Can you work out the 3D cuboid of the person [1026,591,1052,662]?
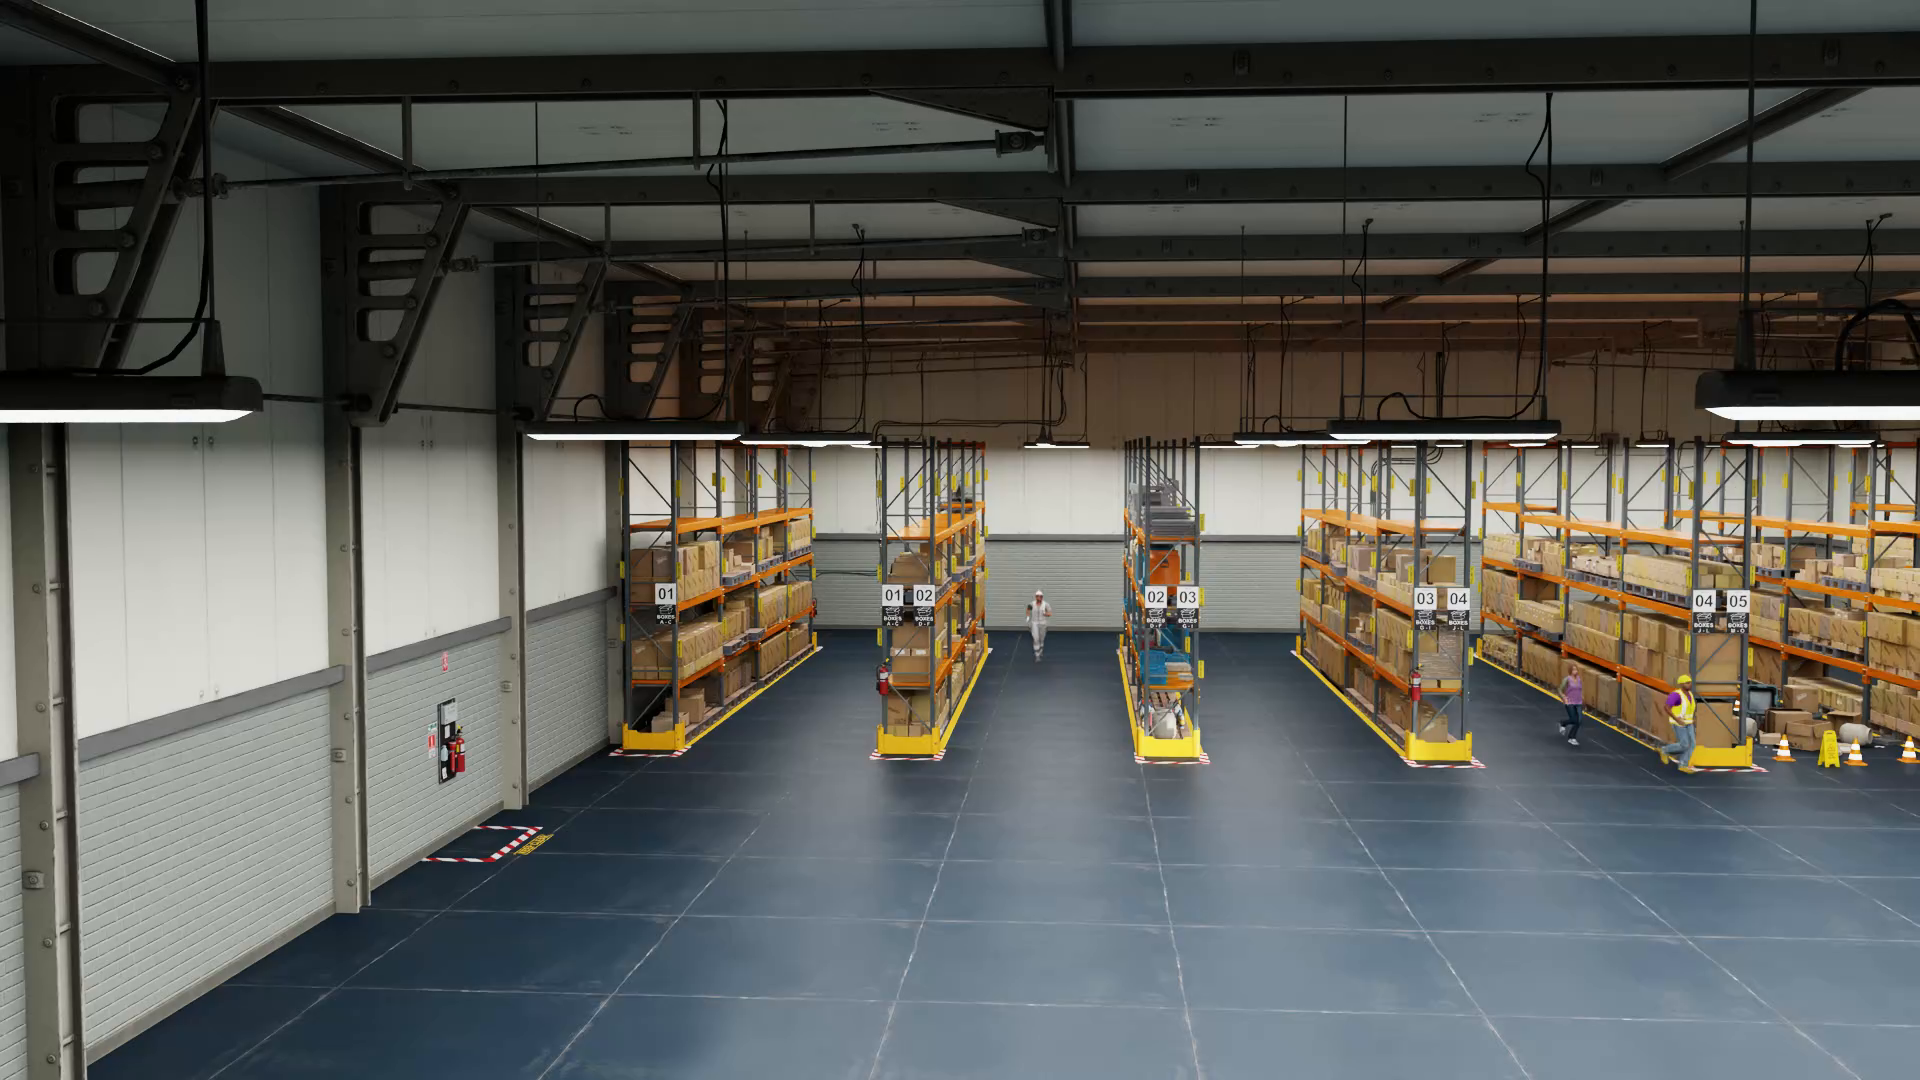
[{"bbox_3d":[2.057,2.231,43.349,0.656,1.815,0.937,0,3,-1],"label":"person"}]

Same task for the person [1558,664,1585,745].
[{"bbox_3d":[11.986,3.212,32.536,0.538,1.557,0.502,-1,3,-12],"label":"person"}]

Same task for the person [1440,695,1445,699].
[{"bbox_3d":[11.270,2.770,38.491,0.641,1.792,0.709,0,3,-6],"label":"person"}]

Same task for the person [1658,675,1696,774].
[{"bbox_3d":[12.849,3.277,29.731,0.716,1.753,0.650,-2,4,-39],"label":"person"}]
